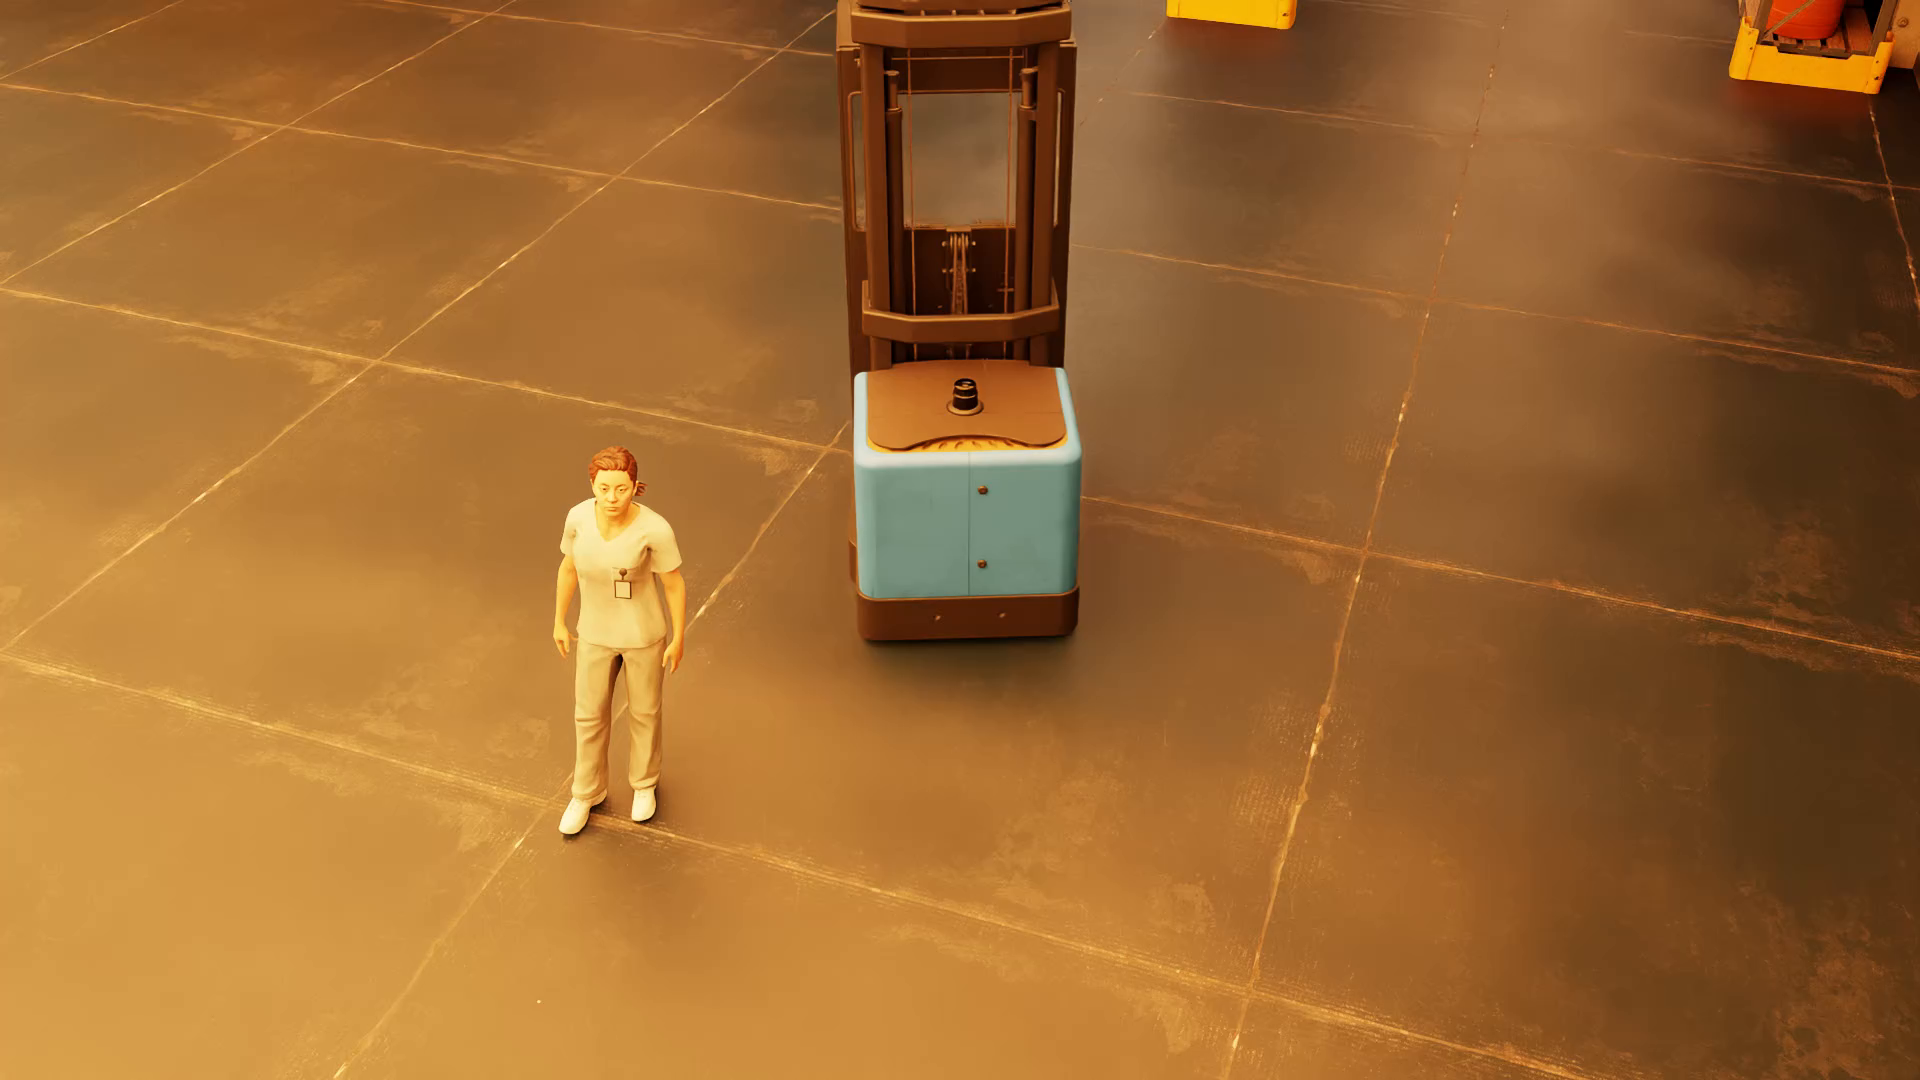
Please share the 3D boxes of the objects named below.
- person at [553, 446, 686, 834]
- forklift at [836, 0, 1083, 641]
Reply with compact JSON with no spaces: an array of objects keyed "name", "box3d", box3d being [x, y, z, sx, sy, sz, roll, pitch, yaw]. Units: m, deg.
[{"name":"person","box3d":[-1.365,0.414,6.599,0.551,1.673,0.548,4,36,6]},{"name":"forklift","box3d":[-0.029,-1.547,8.293,1.130,2.935,3.031,-2,35,-2]}]
